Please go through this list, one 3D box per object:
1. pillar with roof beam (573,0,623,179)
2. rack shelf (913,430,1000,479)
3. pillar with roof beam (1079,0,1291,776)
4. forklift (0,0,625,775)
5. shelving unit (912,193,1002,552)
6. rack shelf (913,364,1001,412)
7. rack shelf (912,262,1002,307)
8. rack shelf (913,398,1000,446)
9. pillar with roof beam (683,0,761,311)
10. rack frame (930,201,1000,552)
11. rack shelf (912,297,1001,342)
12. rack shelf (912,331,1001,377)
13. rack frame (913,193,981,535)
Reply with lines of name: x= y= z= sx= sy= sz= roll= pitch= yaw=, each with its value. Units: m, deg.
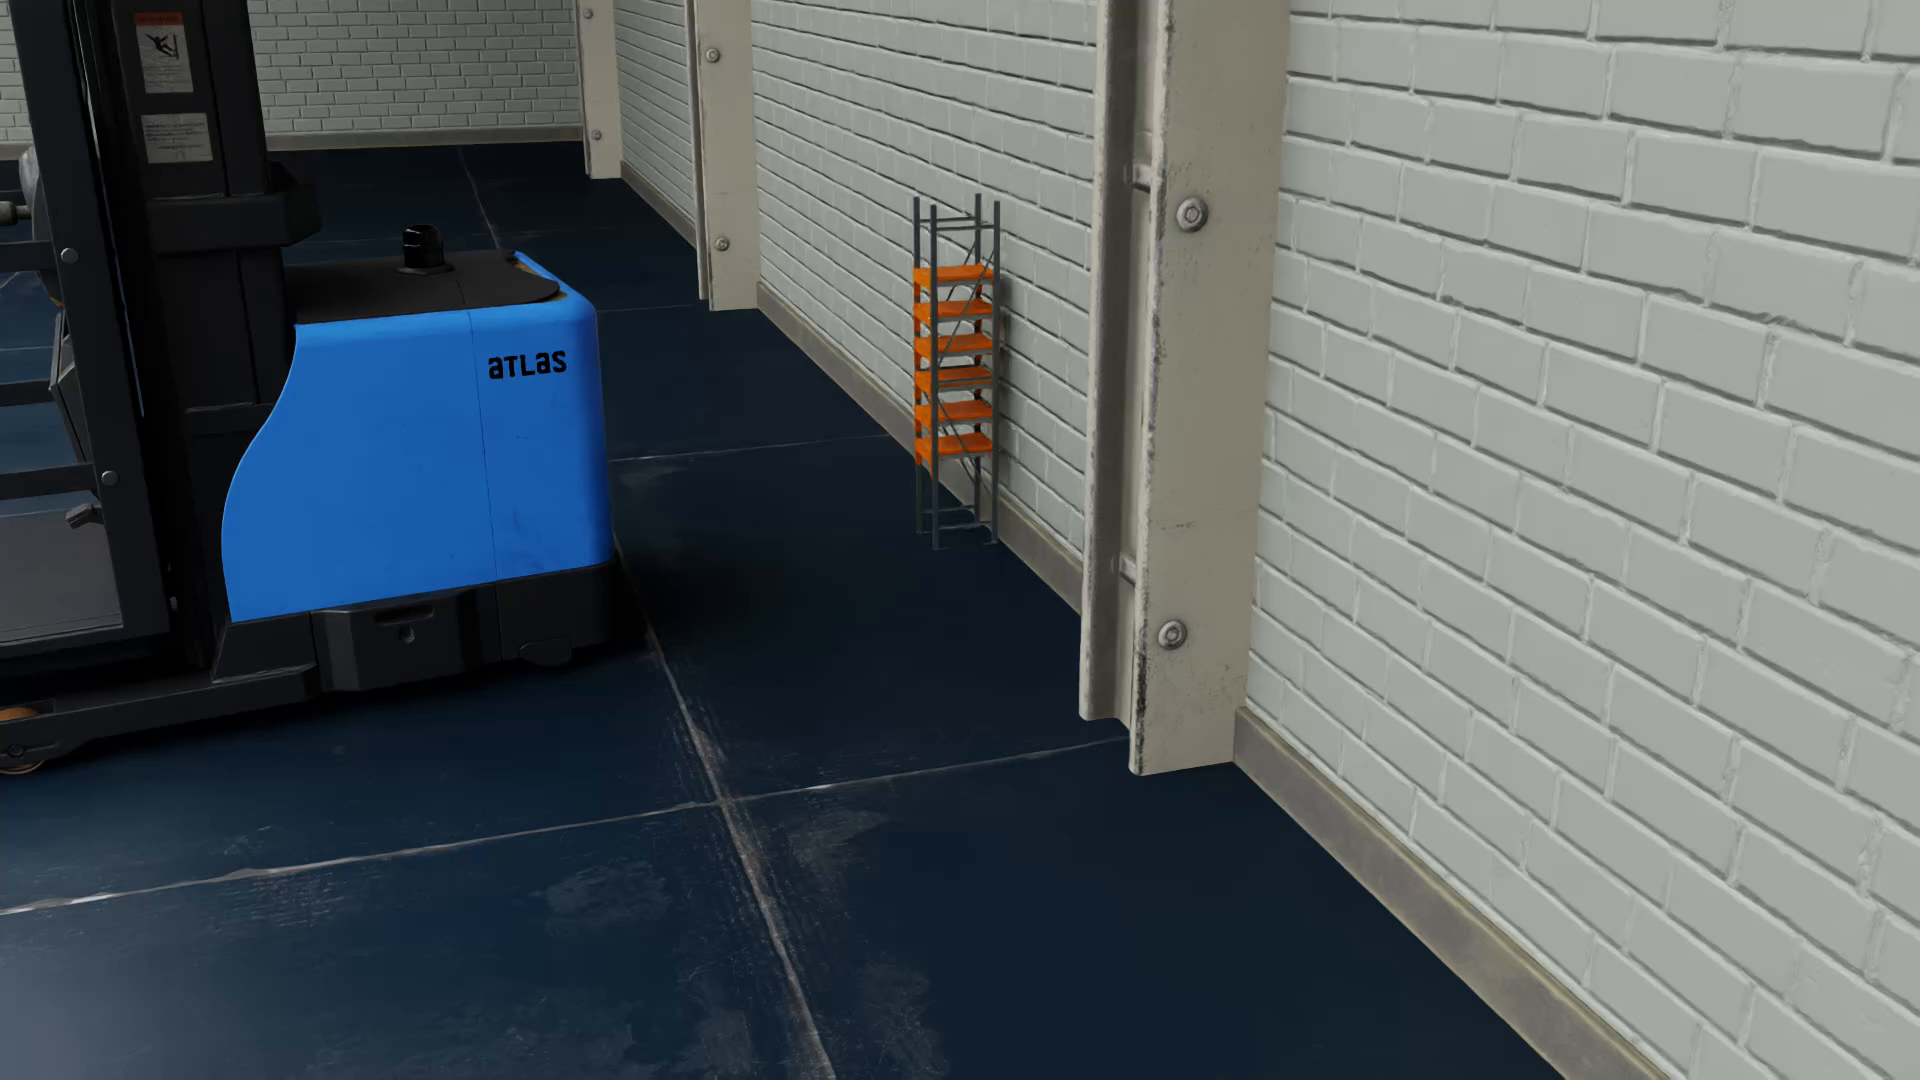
pillar with roof beam: x=-7.325 y=-7.106 z=12.388 sx=9.100 sy=9.000 sz=0.400 roll=-6 pitch=21 yaw=-17
rack shelf: x=-0.012 y=-0.300 z=5.818 sx=0.258 sy=0.103 sz=0.180 roll=-7 pitch=21 yaw=-18
pillar with roof beam: x=-3.553 y=-3.255 z=1.667 sx=9.100 sy=9.000 sz=0.400 roll=-6 pitch=21 yaw=-17
forklift: x=-2.553 y=-0.955 z=4.240 sx=3.031 sy=2.935 sz=1.130 roll=-9 pitch=22 yaw=-25
shelving unit: x=-0.012 y=-0.568 z=5.722 sx=0.258 sy=1.200 sz=0.189 roll=-7 pitch=21 yaw=-18
rack shelf: x=-0.012 y=-0.526 z=5.737 sx=0.258 sy=0.103 sz=0.180 roll=-7 pitch=21 yaw=-18
rack shelf: x=-0.012 y=-0.865 z=5.615 sx=0.258 sy=0.103 sz=0.180 roll=-7 pitch=21 yaw=-18
rack shelf: x=-0.012 y=-0.413 z=5.777 sx=0.258 sy=0.103 sz=0.180 roll=-7 pitch=21 yaw=-18
pillar with roof beam: x=-5.439 y=-5.181 z=7.028 sx=9.100 sy=9.000 sz=0.400 roll=-6 pitch=21 yaw=-17
rack frame: x=0.018 y=-0.538 z=5.640 sx=0.240 sy=1.200 sz=0.006 roll=-7 pitch=21 yaw=-18
rack shelf: x=-0.012 y=-0.752 z=5.656 sx=0.258 sy=0.103 sz=0.180 roll=-7 pitch=21 yaw=-18
rack shelf: x=-0.012 y=-0.639 z=5.696 sx=0.258 sy=0.103 sz=0.180 roll=-7 pitch=21 yaw=-18
rack frame: x=-0.042 y=-0.597 z=5.803 sx=0.240 sy=1.200 sz=0.006 roll=-7 pitch=21 yaw=-18
